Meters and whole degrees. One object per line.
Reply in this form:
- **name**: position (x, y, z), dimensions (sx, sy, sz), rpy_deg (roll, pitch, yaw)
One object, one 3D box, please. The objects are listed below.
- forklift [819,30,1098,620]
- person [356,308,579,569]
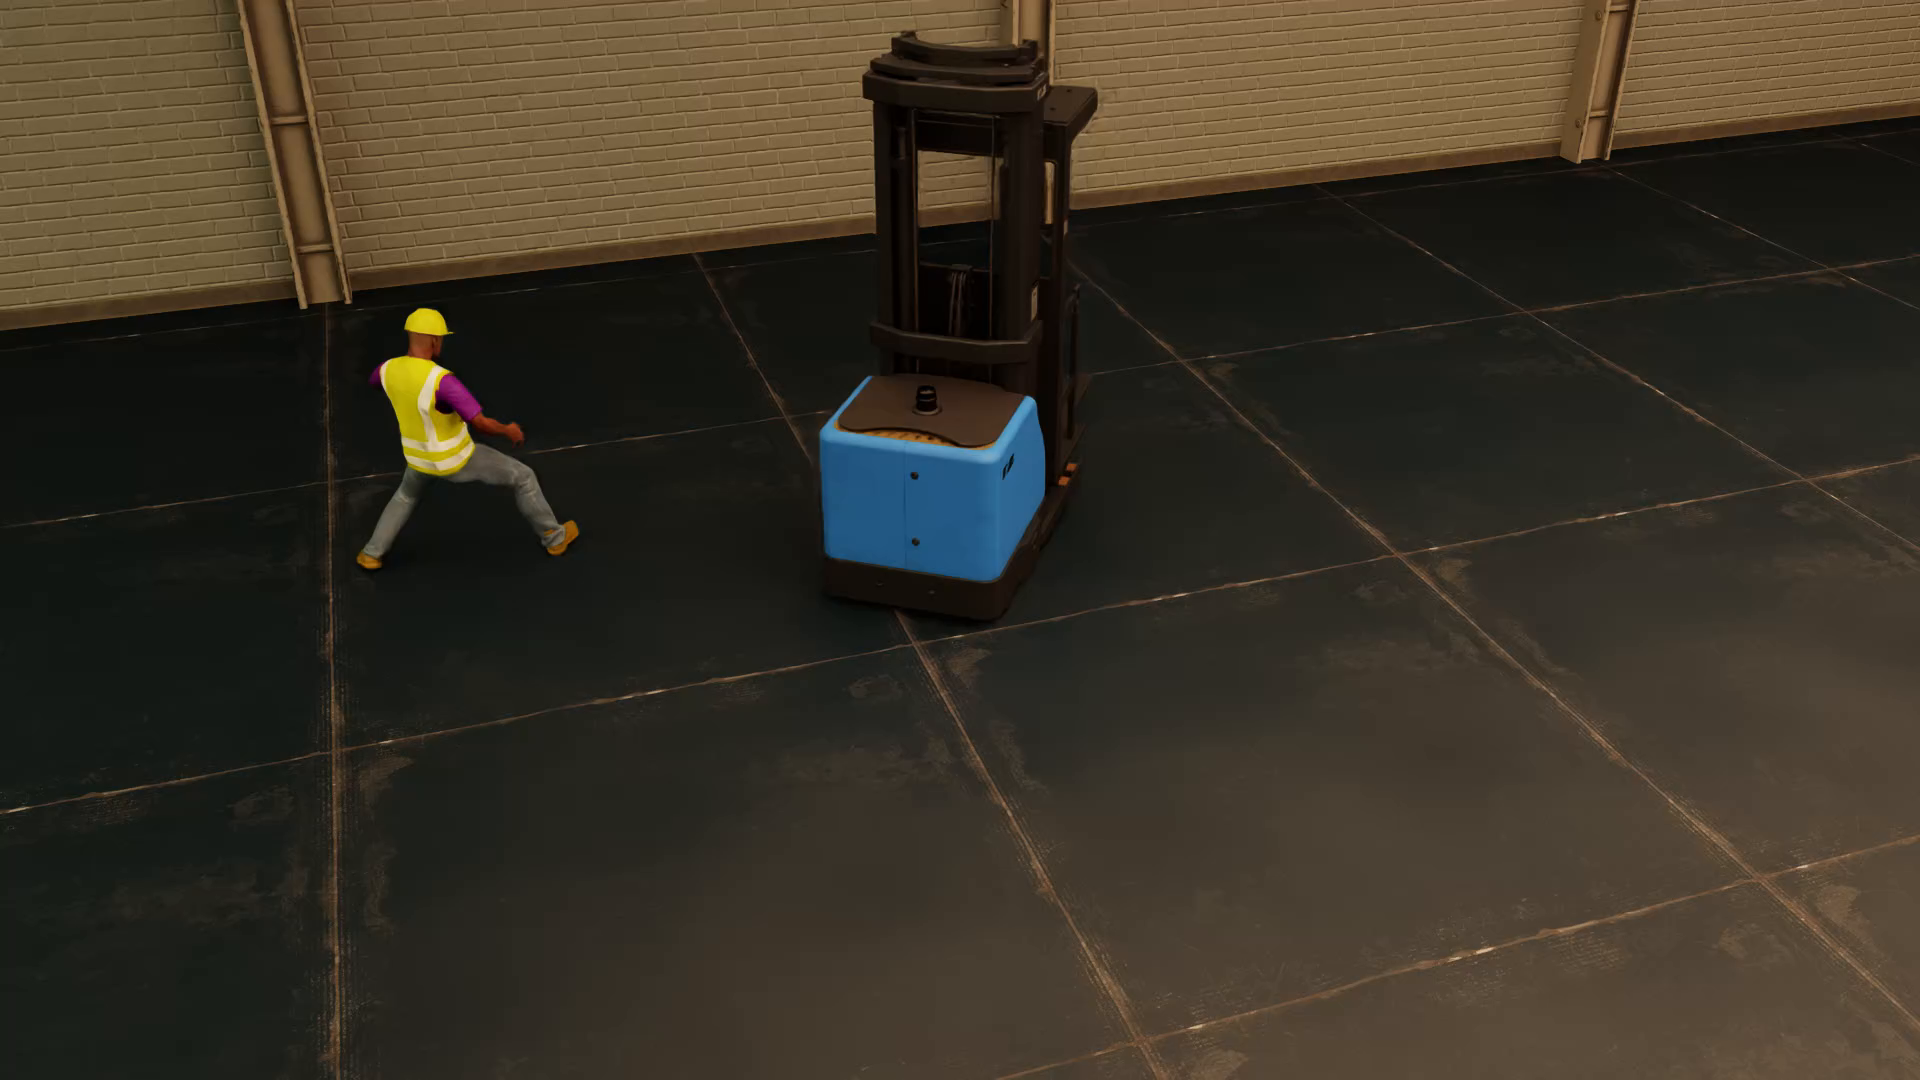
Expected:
- **forklift**: position (0.145, -1.554, 9.787), dimensions (1.130, 2.935, 3.031), rpy_deg (9, 31, 15)
- **person**: position (-2.935, -0.604, 9.527), dimensions (1.069, 1.600, 0.980), rpy_deg (16, 33, 25)
